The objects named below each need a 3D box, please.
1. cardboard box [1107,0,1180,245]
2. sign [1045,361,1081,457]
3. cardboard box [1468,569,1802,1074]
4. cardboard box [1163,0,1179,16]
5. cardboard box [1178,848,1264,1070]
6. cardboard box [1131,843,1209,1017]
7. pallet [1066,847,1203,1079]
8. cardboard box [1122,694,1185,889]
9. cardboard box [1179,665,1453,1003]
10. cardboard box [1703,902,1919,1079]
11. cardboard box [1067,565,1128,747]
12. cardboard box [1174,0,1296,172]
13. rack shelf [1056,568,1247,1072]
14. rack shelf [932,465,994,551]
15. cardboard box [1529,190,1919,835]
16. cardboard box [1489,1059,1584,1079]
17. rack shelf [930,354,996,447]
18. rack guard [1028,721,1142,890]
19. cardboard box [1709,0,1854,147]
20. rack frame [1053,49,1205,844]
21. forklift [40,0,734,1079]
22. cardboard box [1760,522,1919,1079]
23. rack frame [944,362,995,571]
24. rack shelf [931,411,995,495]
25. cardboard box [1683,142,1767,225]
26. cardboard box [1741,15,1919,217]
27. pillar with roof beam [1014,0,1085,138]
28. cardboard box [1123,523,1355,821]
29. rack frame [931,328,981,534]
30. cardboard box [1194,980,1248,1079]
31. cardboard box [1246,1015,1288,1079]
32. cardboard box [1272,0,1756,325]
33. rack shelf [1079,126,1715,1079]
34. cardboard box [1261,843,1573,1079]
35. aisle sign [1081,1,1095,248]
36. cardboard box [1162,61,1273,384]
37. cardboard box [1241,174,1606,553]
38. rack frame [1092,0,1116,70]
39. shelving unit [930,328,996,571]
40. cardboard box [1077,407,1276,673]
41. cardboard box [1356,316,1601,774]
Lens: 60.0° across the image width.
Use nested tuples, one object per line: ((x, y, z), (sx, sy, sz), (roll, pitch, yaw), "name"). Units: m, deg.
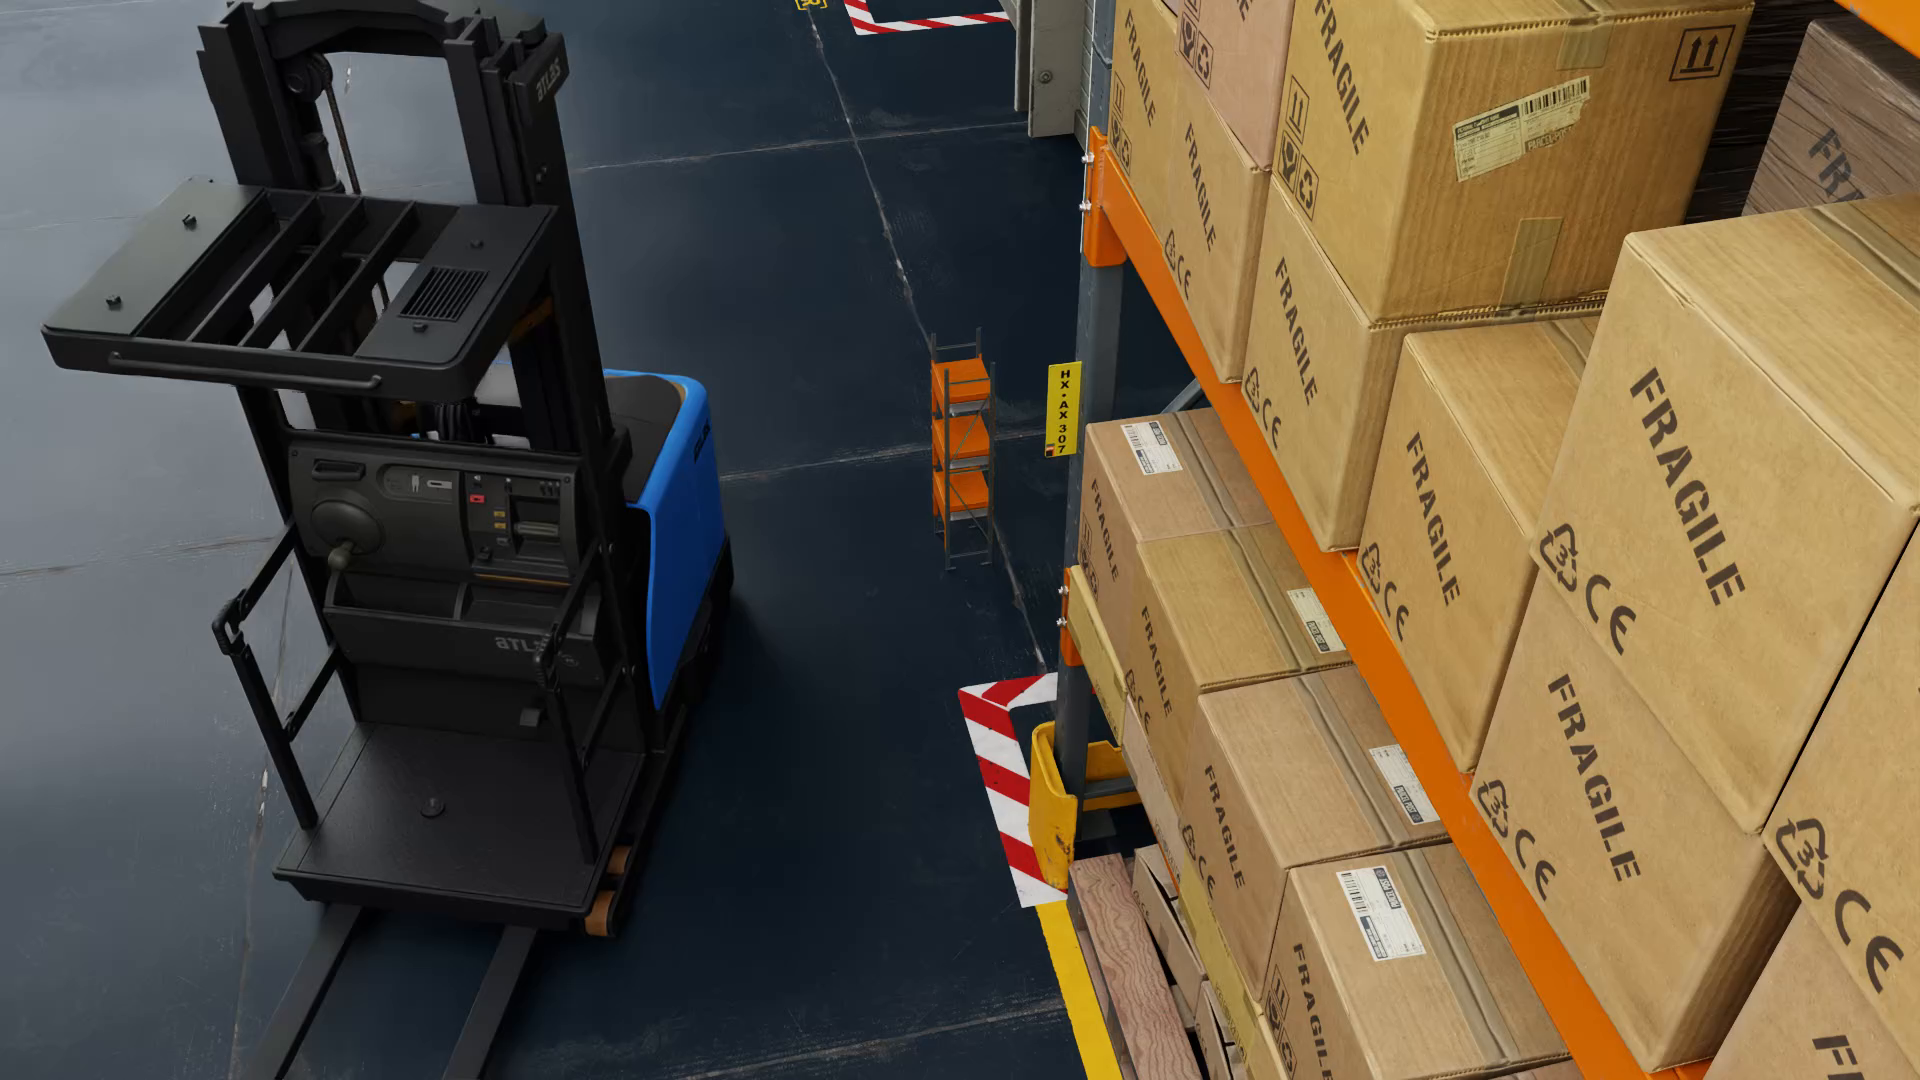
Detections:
((0.656, -1.039, 3.811), (0.500, 0.500, 0.500), (-7, 42, -8), "cardboard box")
((0.298, -0.371, 4.756), (0.100, 0.325, 0.005), (-8, 42, -9), "sign")
((1.087, 0.326, 2.274), (0.500, 0.500, 0.500), (-10, 43, -11), "cardboard box")
((0.674, -1.381, 3.443), (0.500, 0.500, 0.500), (-11, 43, -12), "cardboard box")
((0.853, 0.951, 4.017), (0.500, 0.250, 0.500), (-9, 42, -10), "cardboard box")
((0.889, 1.177, 5.358), (0.500, 0.311, 0.500), (-13, 43, -14), "cardboard box")
((0.985, 1.499, 5.403), (1.003, 0.211, 1.213), (-8, 42, -9), "pallet")
((0.749, 0.620, 4.390), (0.500, 0.250, 0.500), (-10, 42, -11), "cardboard box")
((0.839, 0.653, 3.788), (0.500, 0.500, 0.500), (-10, 42, -11), "cardboard box")
((1.244, 0.679, 1.875), (0.500, 0.500, 0.500), (-12, 43, -13), "cardboard box")
((0.623, 0.285, 4.767), (0.500, 0.250, 0.500), (-9, 42, -11), "cardboard box")
((0.732, -1.049, 3.069), (0.500, 0.500, 0.500), (-9, 42, -10), "cardboard box")
((1.259, 1.440, 3.910), (1.077, 0.370, 4.000), (-8, 42, -9), "rack shelf")
((0.012, -0.142, 7.054), (0.215, 0.259, 0.240), (-8, 42, -9), "rack shelf")
((1.066, -0.050, 1.943), (0.500, 0.500, 0.500), (-10, 43, -11), "cardboard box")
((1.075, 1.323, 3.033), (0.500, 0.500, 0.500), (-9, 42, -11), "cardboard box")
((0.012, -0.562, 6.681), (0.215, 0.259, 0.240), (-8, 42, -9), "rack shelf")
((0.844, 0.859, 5.906), (1.175, 0.500, 0.348), (-8, 42, -9), "rack guard")
((1.304, -1.072, 3.095), (0.500, 0.500, 0.500), (-6, 42, -7), "cardboard box")
((0.827, -0.125, 5.131), (1.000, 3.000, 0.127), (-8, 42, -9), "rack frame")
((-1.671, 0.007, 5.034), (1.130, 2.935, 3.031), (6, 42, 6), "forklift")
((1.189, 0.286, 1.566), (0.500, 0.500, 0.500), (-6, 42, -7), "cardboard box")
((0.038, -0.279, 6.773), (0.200, 1.050, 0.008), (-8, 42, -9), "rack frame")
((0.012, -0.350, 6.869), (0.215, 0.259, 0.240), (-8, 42, -9), "rack shelf")
((1.394, -0.406, 3.098), (0.500, 0.500, 0.500), (-10, 43, -11), "cardboard box")
((1.490, -0.422, 2.363), (0.500, 0.500, 0.500), (-8, 42, -9), "cardboard box")
((-3.675, -5.311, 6.455), (9.100, 9.000, 0.400), (-8, 42, -9), "pillar with roof beam")
((0.734, 0.317, 4.166), (0.500, 0.500, 0.500), (-8, 42, -9), "cardboard box")
((-0.015, -0.437, 6.951), (0.200, 1.050, 0.008), (-8, 42, -9), "rack frame")
((1.012, 1.547, 4.942), (0.500, 0.311, 0.500), (-5, 42, -6), "cardboard box")
((0.960, 1.279, 3.648), (0.500, 0.250, 0.500), (-8, 42, -9), "cardboard box")
((0.854, -0.718, 2.697), (0.500, 0.500, 0.500), (-7, 42, -8), "cardboard box")
((1.259, 0.319, 2.914), (1.077, 0.370, 4.000), (-8, 42, -9), "rack shelf")
((0.962, 0.986, 3.413), (0.500, 0.500, 0.500), (-7, 42, -8), "cardboard box")
((0.519, -1.101, 4.273), (0.394, 0.787, 0.004), (-8, 42, -9), "aisle sign")
((0.737, -0.686, 3.413), (0.500, 0.500, 0.500), (-6, 42, -6), "cardboard box")
((0.853, -0.350, 3.035), (0.500, 0.500, 0.500), (-7, 42, -7), "cardboard box")
((0.827, -2.369, 3.140), (1.000, 3.000, 0.127), (-8, 42, -9), "rack frame")
((0.012, -0.358, 6.862), (0.215, 1.050, 0.252), (-8, 42, -9), "shelving unit")
((0.637, -0.004, 4.529), (0.500, 0.500, 0.500), (-8, 42, -9), "cardboard box")
((0.989, -0.006, 2.647), (0.500, 0.500, 0.500), (-6, 42, -7), "cardboard box")
